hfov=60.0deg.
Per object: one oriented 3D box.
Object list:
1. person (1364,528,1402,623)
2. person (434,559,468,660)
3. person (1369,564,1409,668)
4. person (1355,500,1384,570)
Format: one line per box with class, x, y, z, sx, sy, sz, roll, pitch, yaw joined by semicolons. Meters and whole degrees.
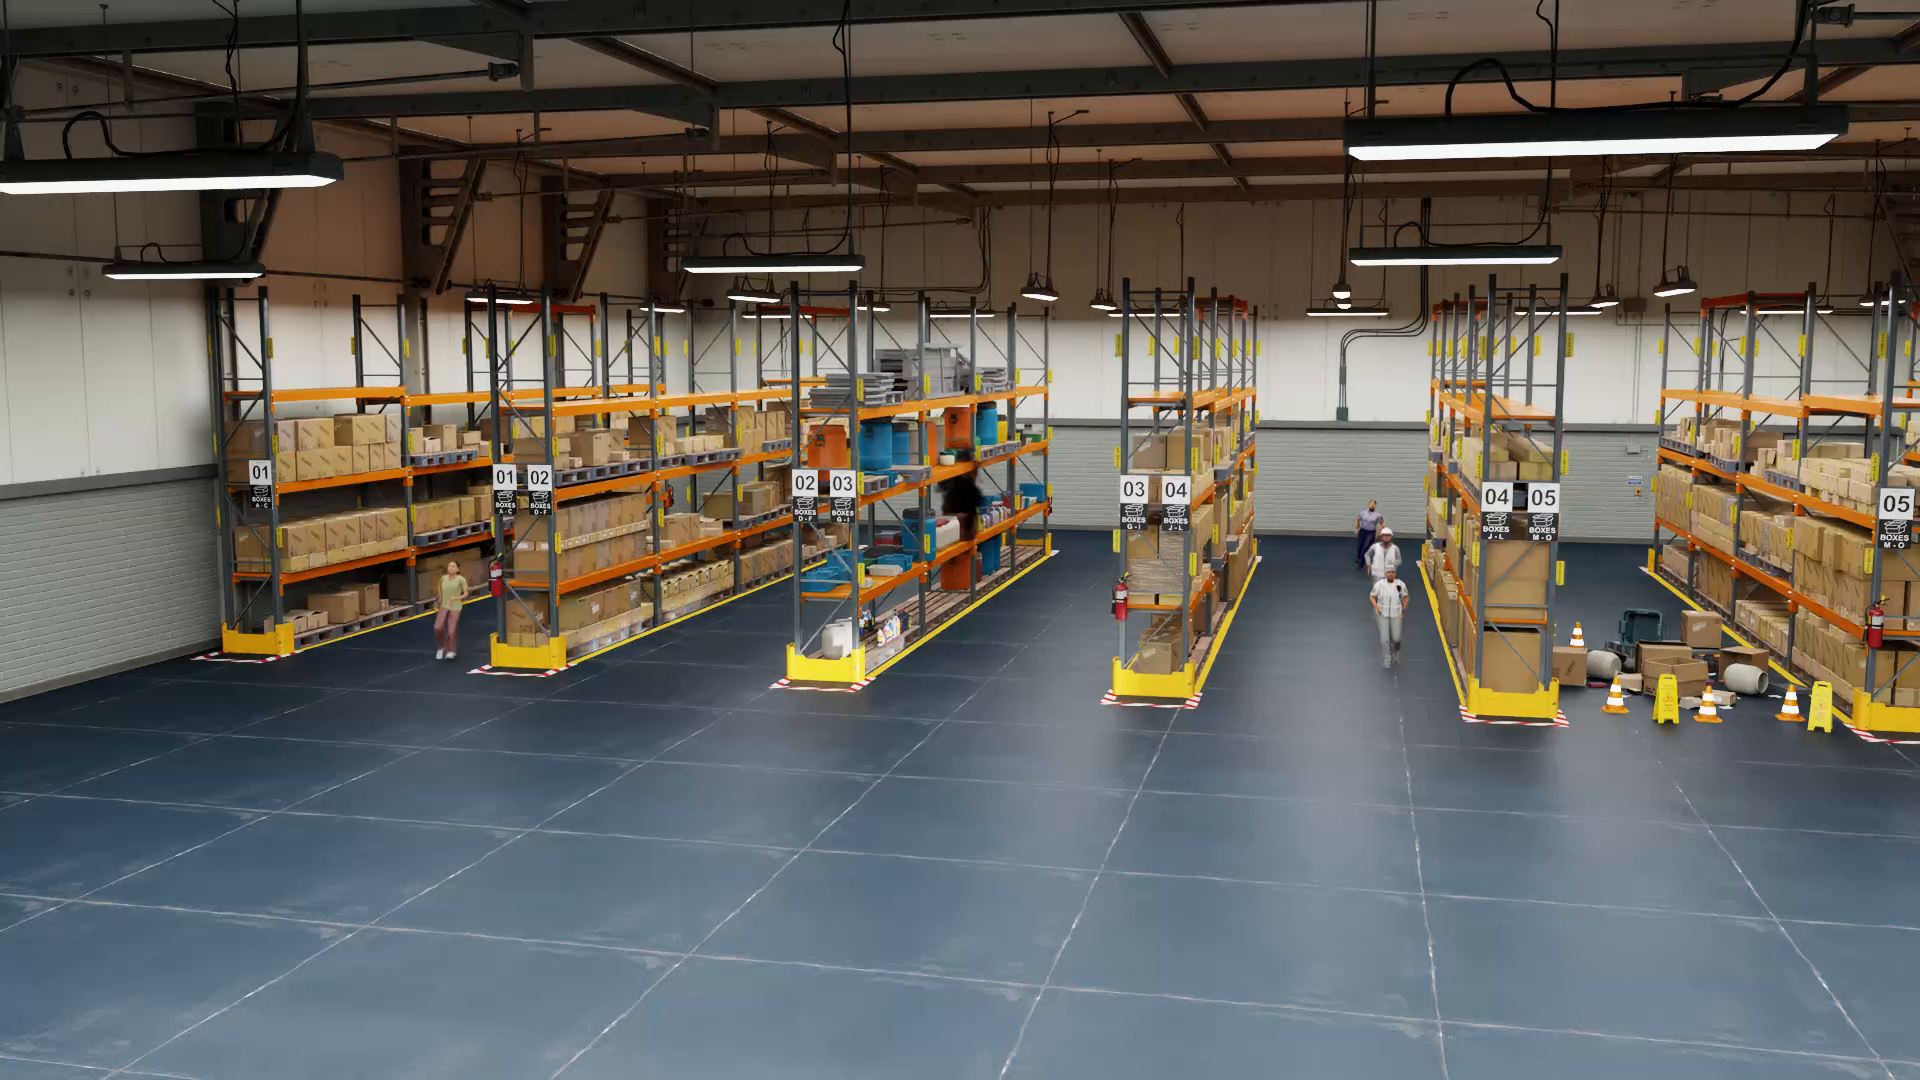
person;7.711;0.652;30.247;0.644;1.749;0.642;1;7;5
person;-8.192;1.118;26.789;0.545;1.614;0.627;0;7;1
person;6.755;1.194;26.194;0.609;1.631;0.546;2;7;14
person;9.308;-0.121;37.842;0.655;1.578;0.615;2;7;20
